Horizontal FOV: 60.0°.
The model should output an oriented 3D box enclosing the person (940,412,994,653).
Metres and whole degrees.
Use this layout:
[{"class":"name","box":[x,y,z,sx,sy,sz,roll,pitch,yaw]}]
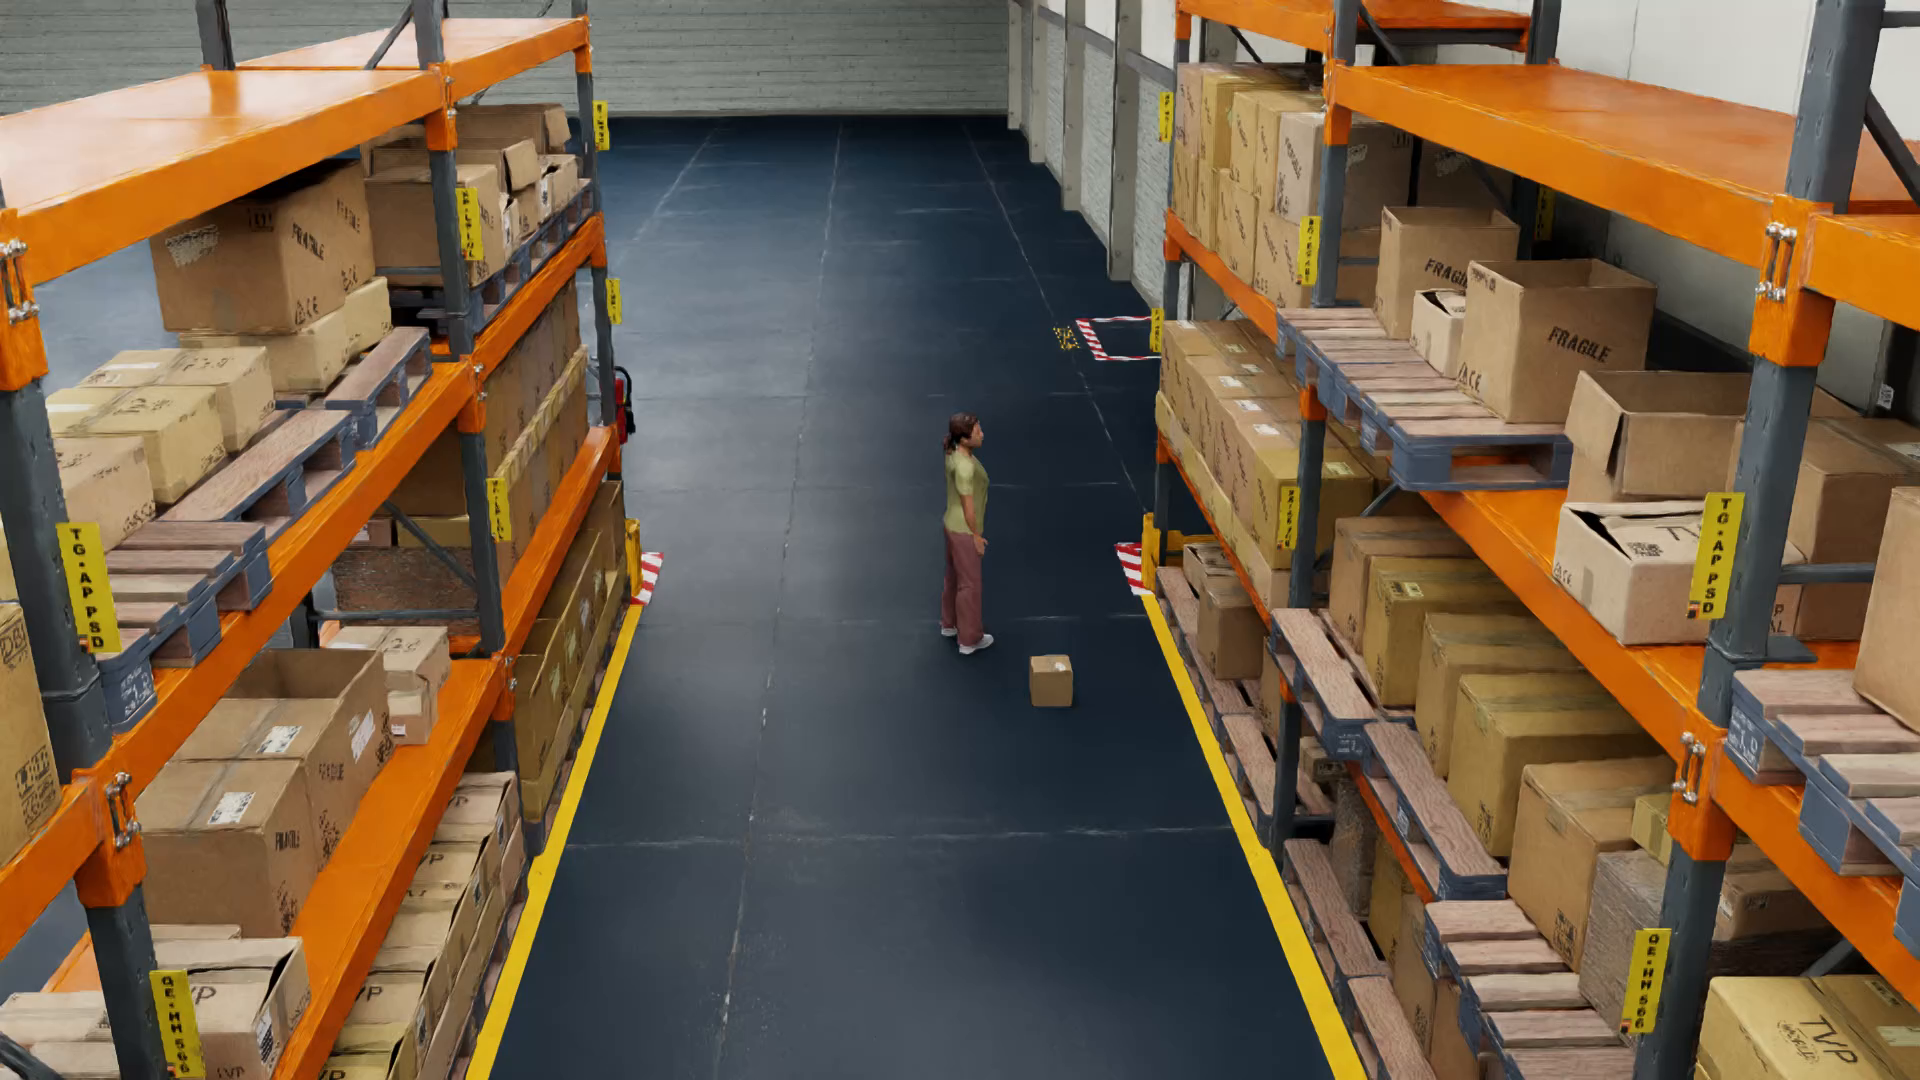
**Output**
[{"class":"person","box":[0.047,-0.068,11.229,0.367,1.669,0.477,-4,21,-10]}]
